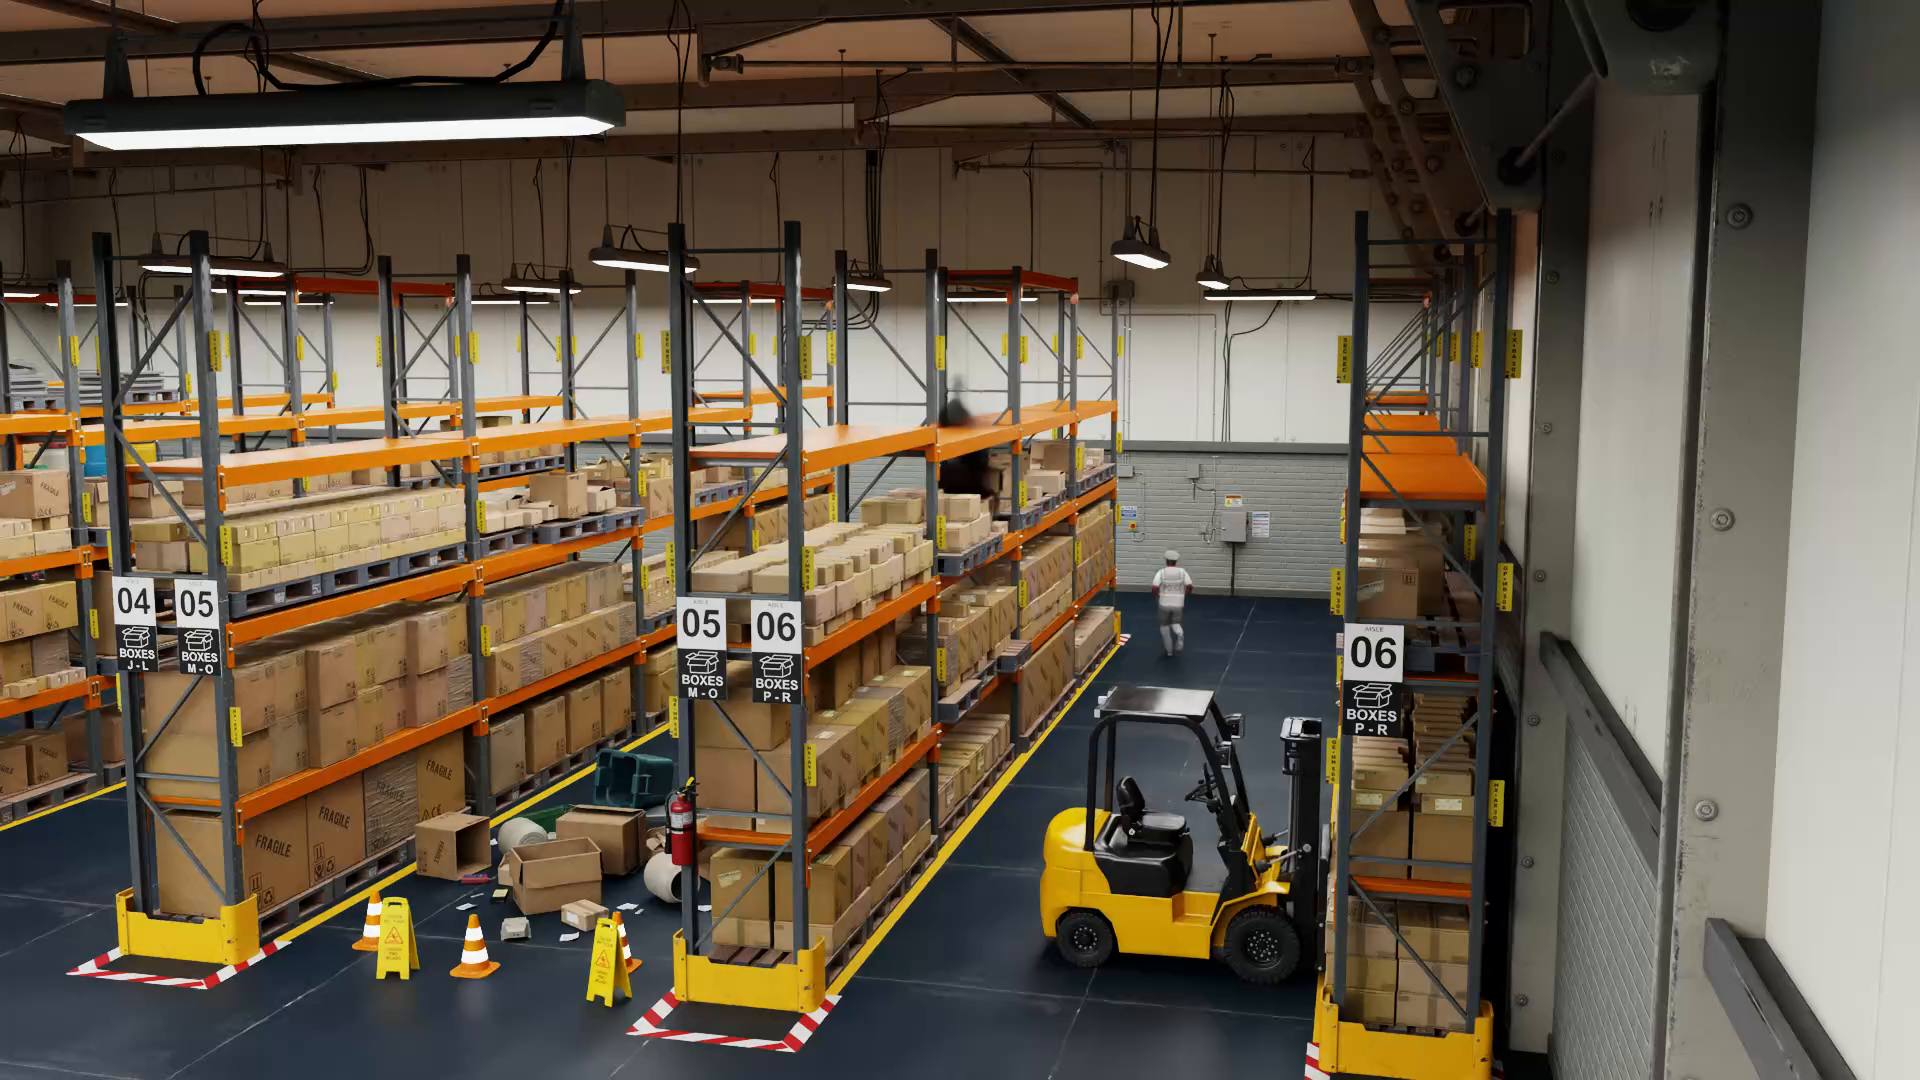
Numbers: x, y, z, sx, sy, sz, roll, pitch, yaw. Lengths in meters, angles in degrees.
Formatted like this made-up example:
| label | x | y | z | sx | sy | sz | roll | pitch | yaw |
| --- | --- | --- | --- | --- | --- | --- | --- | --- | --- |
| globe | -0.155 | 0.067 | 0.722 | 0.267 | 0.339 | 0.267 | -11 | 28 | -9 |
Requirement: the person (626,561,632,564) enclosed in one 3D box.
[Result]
| label | x | y | z | sx | sy | sz | roll | pitch | yaw |
| --- | --- | --- | --- | --- | --- | --- | --- | --- | --- |
| person | -5.208 | 1.148 | 26.453 | 0.616 | 1.619 | 0.628 | 3 | 7 | 20 |

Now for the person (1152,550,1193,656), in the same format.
| label | x | y | z | sx | sy | sz | roll | pitch | yaw |
| --- | --- | --- | --- | --- | --- | --- | --- | --- | --- |
| person | 3.416 | 1.036 | 26.908 | 0.664 | 1.737 | 0.602 | 0 | 7 | -3 |
